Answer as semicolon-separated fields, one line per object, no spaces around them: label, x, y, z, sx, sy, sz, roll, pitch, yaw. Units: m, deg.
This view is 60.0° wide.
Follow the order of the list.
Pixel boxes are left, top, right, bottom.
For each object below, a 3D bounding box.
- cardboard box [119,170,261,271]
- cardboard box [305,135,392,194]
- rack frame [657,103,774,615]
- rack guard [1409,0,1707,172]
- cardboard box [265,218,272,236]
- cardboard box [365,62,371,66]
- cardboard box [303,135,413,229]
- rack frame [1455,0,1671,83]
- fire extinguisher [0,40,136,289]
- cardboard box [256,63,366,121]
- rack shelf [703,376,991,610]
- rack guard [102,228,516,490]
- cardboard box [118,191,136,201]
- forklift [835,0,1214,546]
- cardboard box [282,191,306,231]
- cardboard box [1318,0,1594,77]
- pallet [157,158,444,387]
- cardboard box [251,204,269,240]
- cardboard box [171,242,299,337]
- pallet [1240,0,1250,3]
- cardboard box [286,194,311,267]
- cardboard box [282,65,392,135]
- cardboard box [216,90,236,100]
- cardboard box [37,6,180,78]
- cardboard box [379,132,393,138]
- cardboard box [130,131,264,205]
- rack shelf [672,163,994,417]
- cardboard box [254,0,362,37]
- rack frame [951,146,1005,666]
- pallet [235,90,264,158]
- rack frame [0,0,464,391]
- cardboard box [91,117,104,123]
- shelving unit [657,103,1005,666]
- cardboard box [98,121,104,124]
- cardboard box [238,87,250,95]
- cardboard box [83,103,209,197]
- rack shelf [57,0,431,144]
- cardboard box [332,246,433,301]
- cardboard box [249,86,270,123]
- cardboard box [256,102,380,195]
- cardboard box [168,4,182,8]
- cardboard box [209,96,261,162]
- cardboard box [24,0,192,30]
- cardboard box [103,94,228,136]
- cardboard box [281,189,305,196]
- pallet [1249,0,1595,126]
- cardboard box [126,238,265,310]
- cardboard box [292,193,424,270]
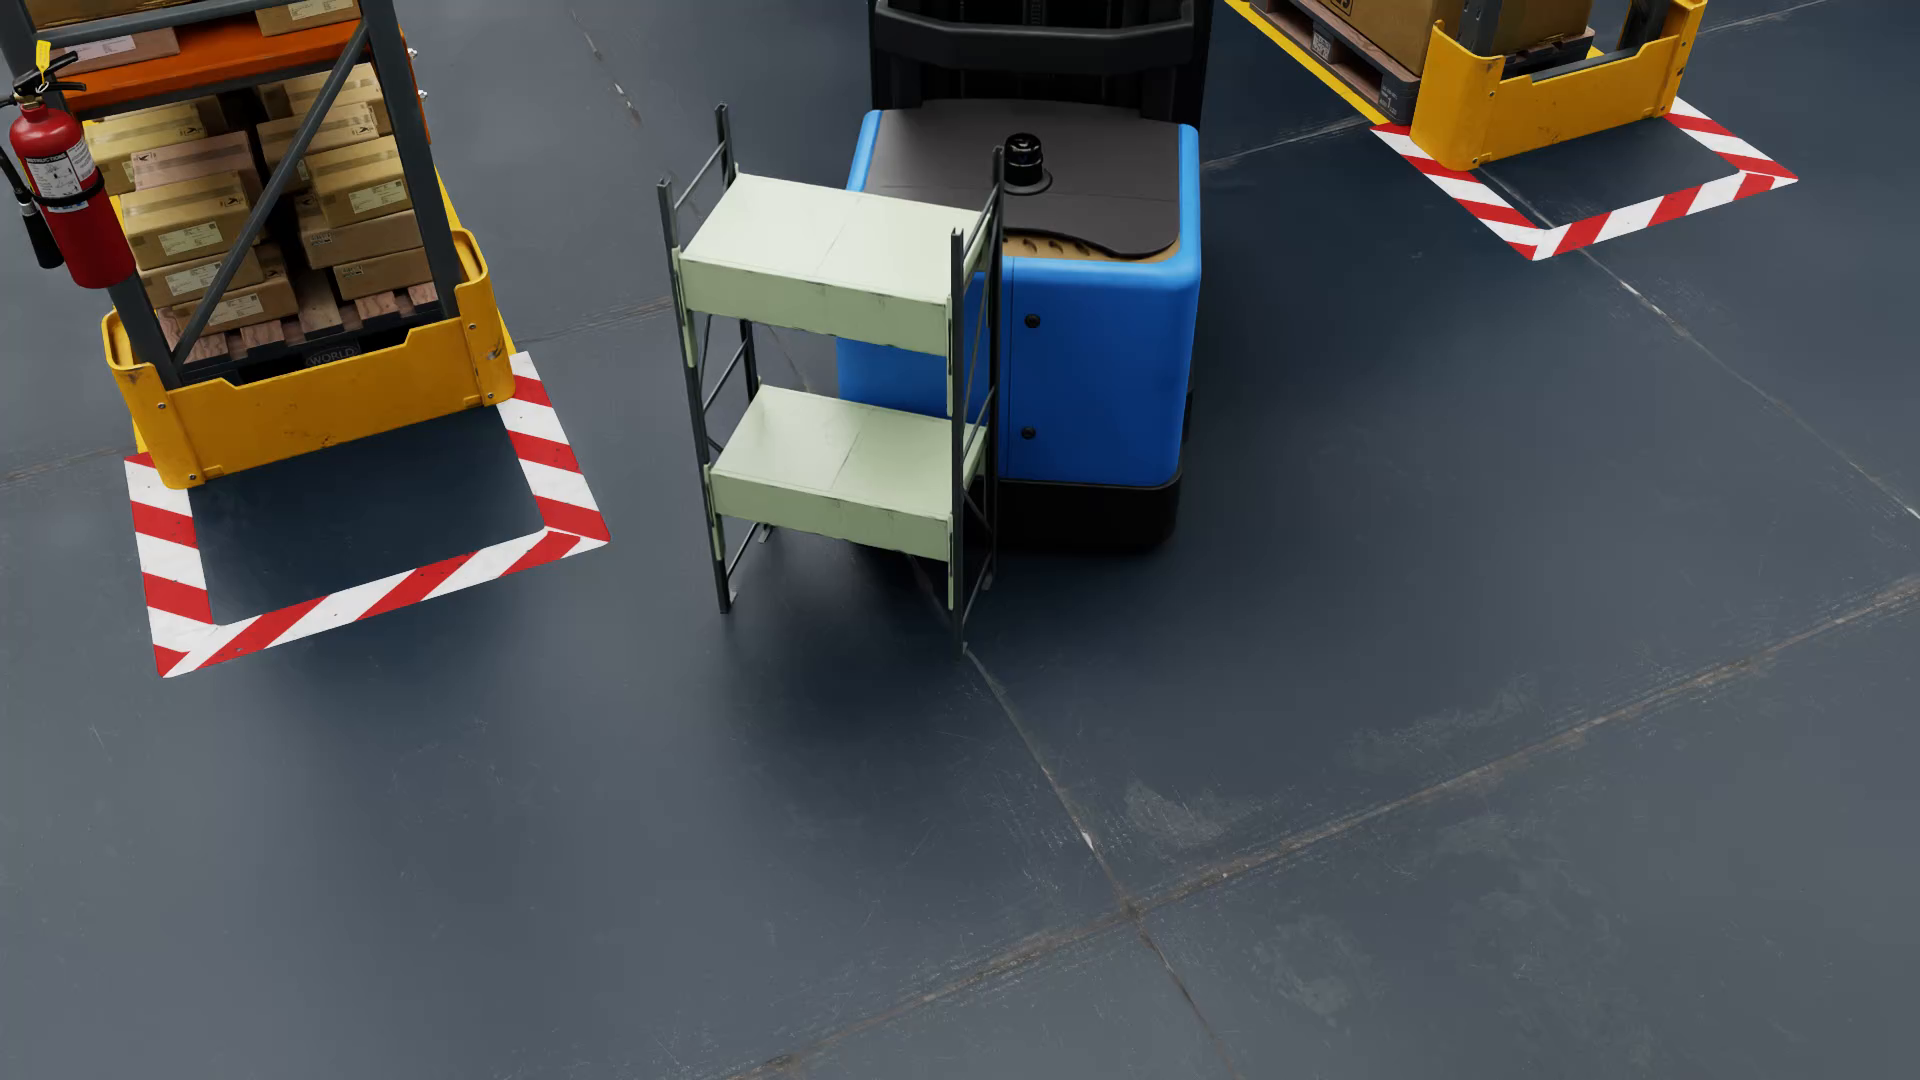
cardboard box;-2.544;-1.059;5.494;0.380;0.149;0.250;-18;47;-17
cardboard box;-2.142;-1.291;5.942;0.380;0.149;0.250;-18;47;-18
rack frame;-0.659;-0.445;4.634;0.023;1.500;0.400;12;46;11
rack guard;2.462;-1.945;6.865;1.175;0.500;0.348;-18;47;-17
cardboard box;-2.735;-1.186;6.047;0.380;0.149;0.250;-18;47;-18
cardboard box;-2.544;-1.826;6.695;0.380;0.149;0.250;-20;48;-19
cardboard box;-2.003;-1.230;5.668;0.380;0.149;0.250;-20;48;-19
rack frame;2.452;-2.850;6.003;1.000;3.000;0.127;-18;47;-17
fire extinguisher;-2.404;-0.992;4.441;0.296;0.674;0.183;-18;47;-17
cardboard box;-2.397;-1.702;6.147;0.380;0.149;0.250;-20;48;-19
rack shelf;-0.307;-0.141;4.790;0.720;0.370;0.431;12;46;11
rack guard;-2.123;-0.608;5.510;1.175;0.500;0.348;-18;47;-17
cardboard box;-2.792;-1.273;5.923;0.380;0.149;0.250;-20;48;-19
forklift;0.275;-2.058;5.248;1.130;2.935;3.031;4;45;4
cardboard box;-2.316;-1.311;6.174;0.380;0.149;0.250;-18;47;-17
cardboard box;2.110;-2.627;6.991;0.875;0.875;0.875;-18;47;-17
pallet;-2.433;-1.034;6.147;1.003;0.211;1.213;-18;47;-17
cardboard box;-2.633;-1.125;5.773;0.380;0.149;0.250;-19;48;-18
cardboard box;-2.502;-0.858;5.715;0.380;0.149;0.250;-17;47;-17
pallet;1.535;-3.120;8.262;1.003;0.211;1.213;-18;47;-17
cardboard box;-2.205;-1.155;6.016;0.380;0.149;0.250;-18;47;-18
cardboard box;-2.218;-1.569;6.011;0.380;0.149;0.250;-18;47;-18
cardboard box;-3.149;-1.847;6.717;0.380;0.149;0.250;-17;47;-16
cardboard box;-2.485;-1.484;4.798;0.380;0.149;0.250;-18;47;-17
cardboard box;-2.335;-1.616;6.271;0.380;0.149;0.250;-17;47;-16
cardboard box;-2.597;-1.236;5.674;0.380;0.149;0.250;-17;47;-17
rack shelf;-0.307;-0.651;4.287;0.720;0.370;0.431;12;46;11
cardboard box;-1.930;-1.663;4.979;0.380;0.149;0.250;-18;48;-18
rack frame;0.044;-0.302;4.488;0.023;1.500;0.400;12;46;11
pallet;-2.942;-1.810;6.934;1.003;0.211;1.213;-18;47;-17
rack frame;-2.091;-1.450;4.583;1.000;3.000;0.127;-18;47;-17
cardboard box;-3.036;-1.702;6.146;0.380;0.149;0.250;-16;47;-16
shelving unit;-0.307;-0.374;4.561;0.755;1.500;0.431;12;46;11
cardboard box;-3.022;-1.599;6.254;0.380;0.149;0.250;-17;47;-17
cardboard box;-2.684;-1.918;6.577;0.380;0.149;0.250;-16;47;-15
cardboard box;-2.821;-1.363;5.803;0.380;0.149;0.250;-19;48;-18
rack shelf;-2.932;-2.468;6.128;1.077;0.370;4.000;-18;47;-17
cardboard box;-2.021;-1.013;5.871;0.380;0.149;0.250;-17;47;-17
cardboard box;-2.533;-1.757;6.414;0.380;0.149;0.250;-20;48;-19
cardboard box;-2.228;-1.370;5.810;0.380;0.149;0.250;-17;47;-17
cardboard box;-2.555;-1.654;4.969;0.380;0.149;0.250;-18;47;-17
cardboard box;-2.812;-1.474;6.128;0.380;0.149;0.250;-19;48;-18
cardboard box;-2.514;-1.801;4.657;0.500;0.500;0.500;-17;47;-17
cardboard box;-2.873;-1.547;5.989;0.380;0.149;0.250;-20;48;-19
cardboard box;-2.326;-1.421;6.073;0.380;0.149;0.250;-17;47;-17
pallet;2.044;-2.344;7.475;1.003;0.211;1.213;-18;47;-17
cardboard box;-2.572;-0.942;5.588;0.380;0.149;0.250;-19;48;-18
cardboard box;-2.079;-1.100;5.748;0.380;0.149;0.250;-16;47;-16
